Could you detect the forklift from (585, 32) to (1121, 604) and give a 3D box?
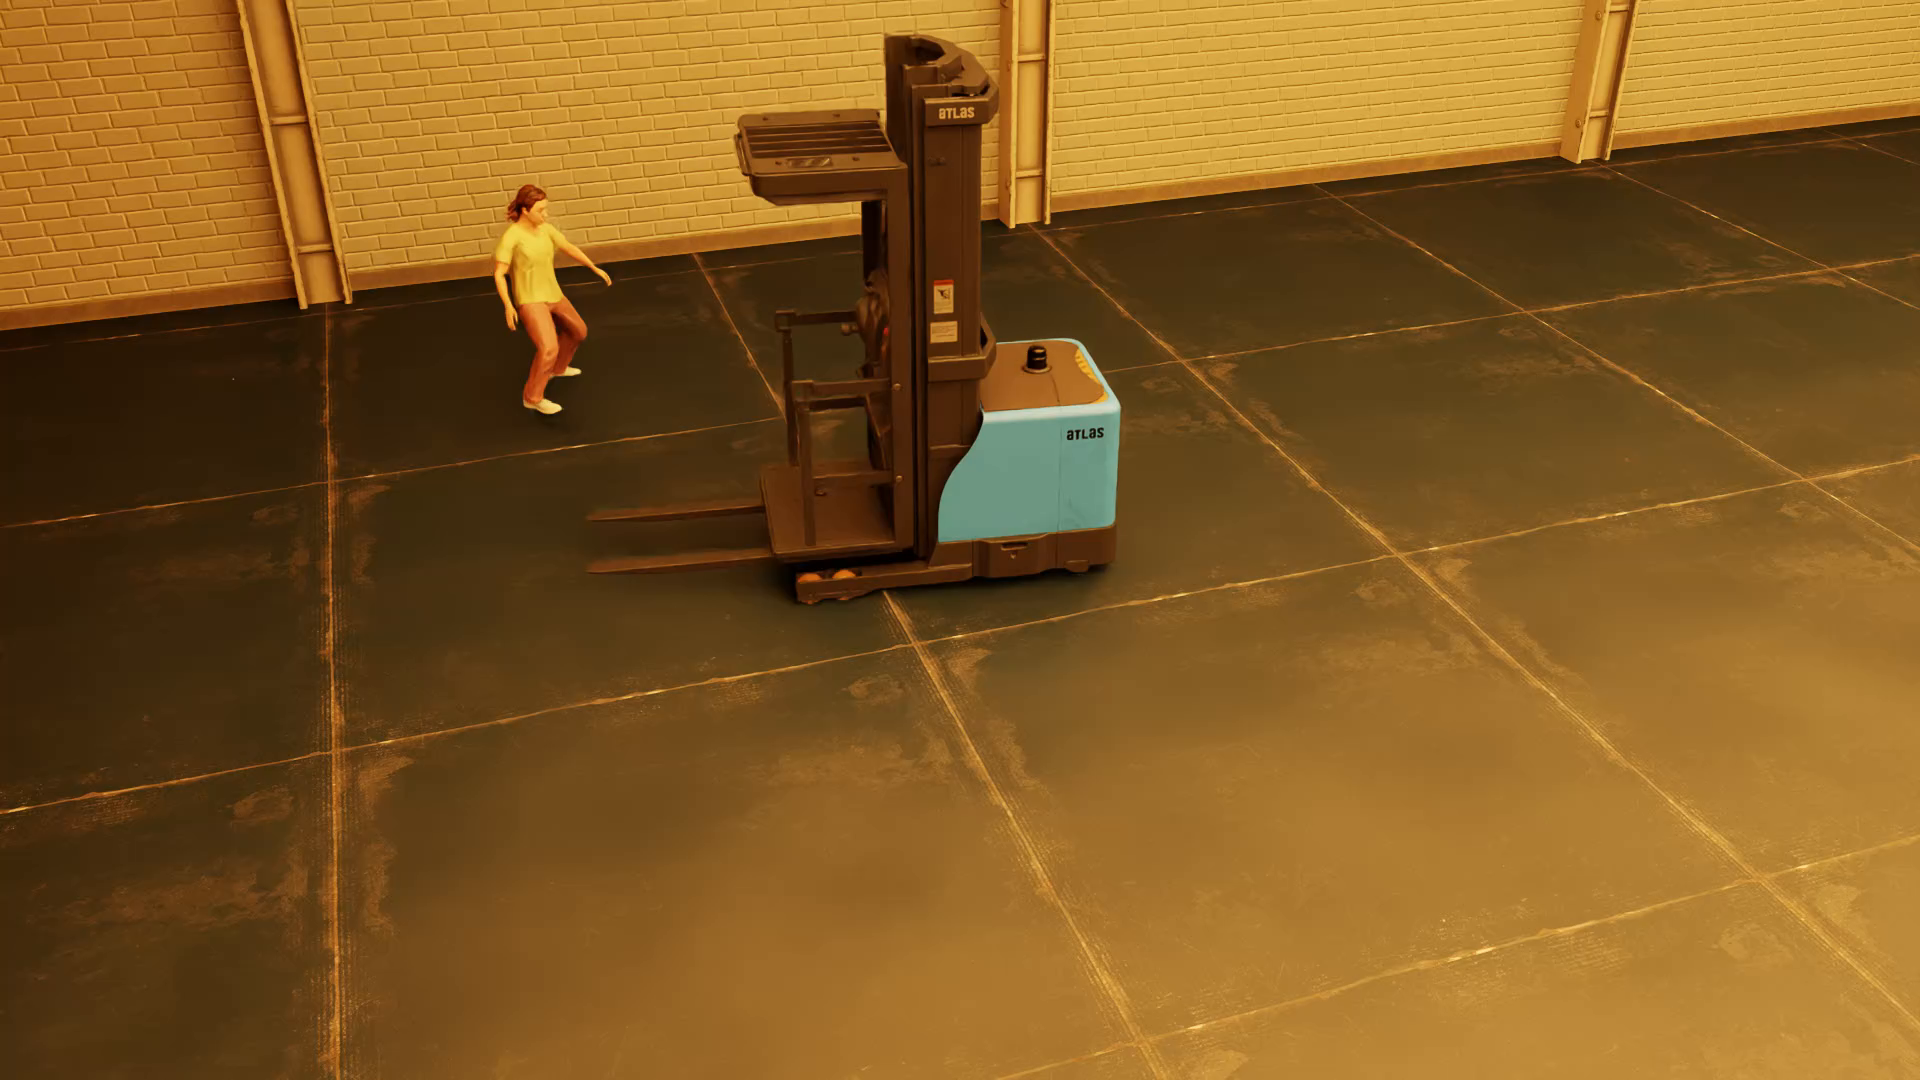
[{"bbox_3d":[-0.660,-1.196,9.166,3.031,2.935,1.130,-5,30,-9],"label":"forklift"}]

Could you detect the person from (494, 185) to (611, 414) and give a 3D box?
[{"bbox_3d":[-2.849,-1.683,11.445,0.681,1.552,0.873,16,34,26],"label":"person"}]
